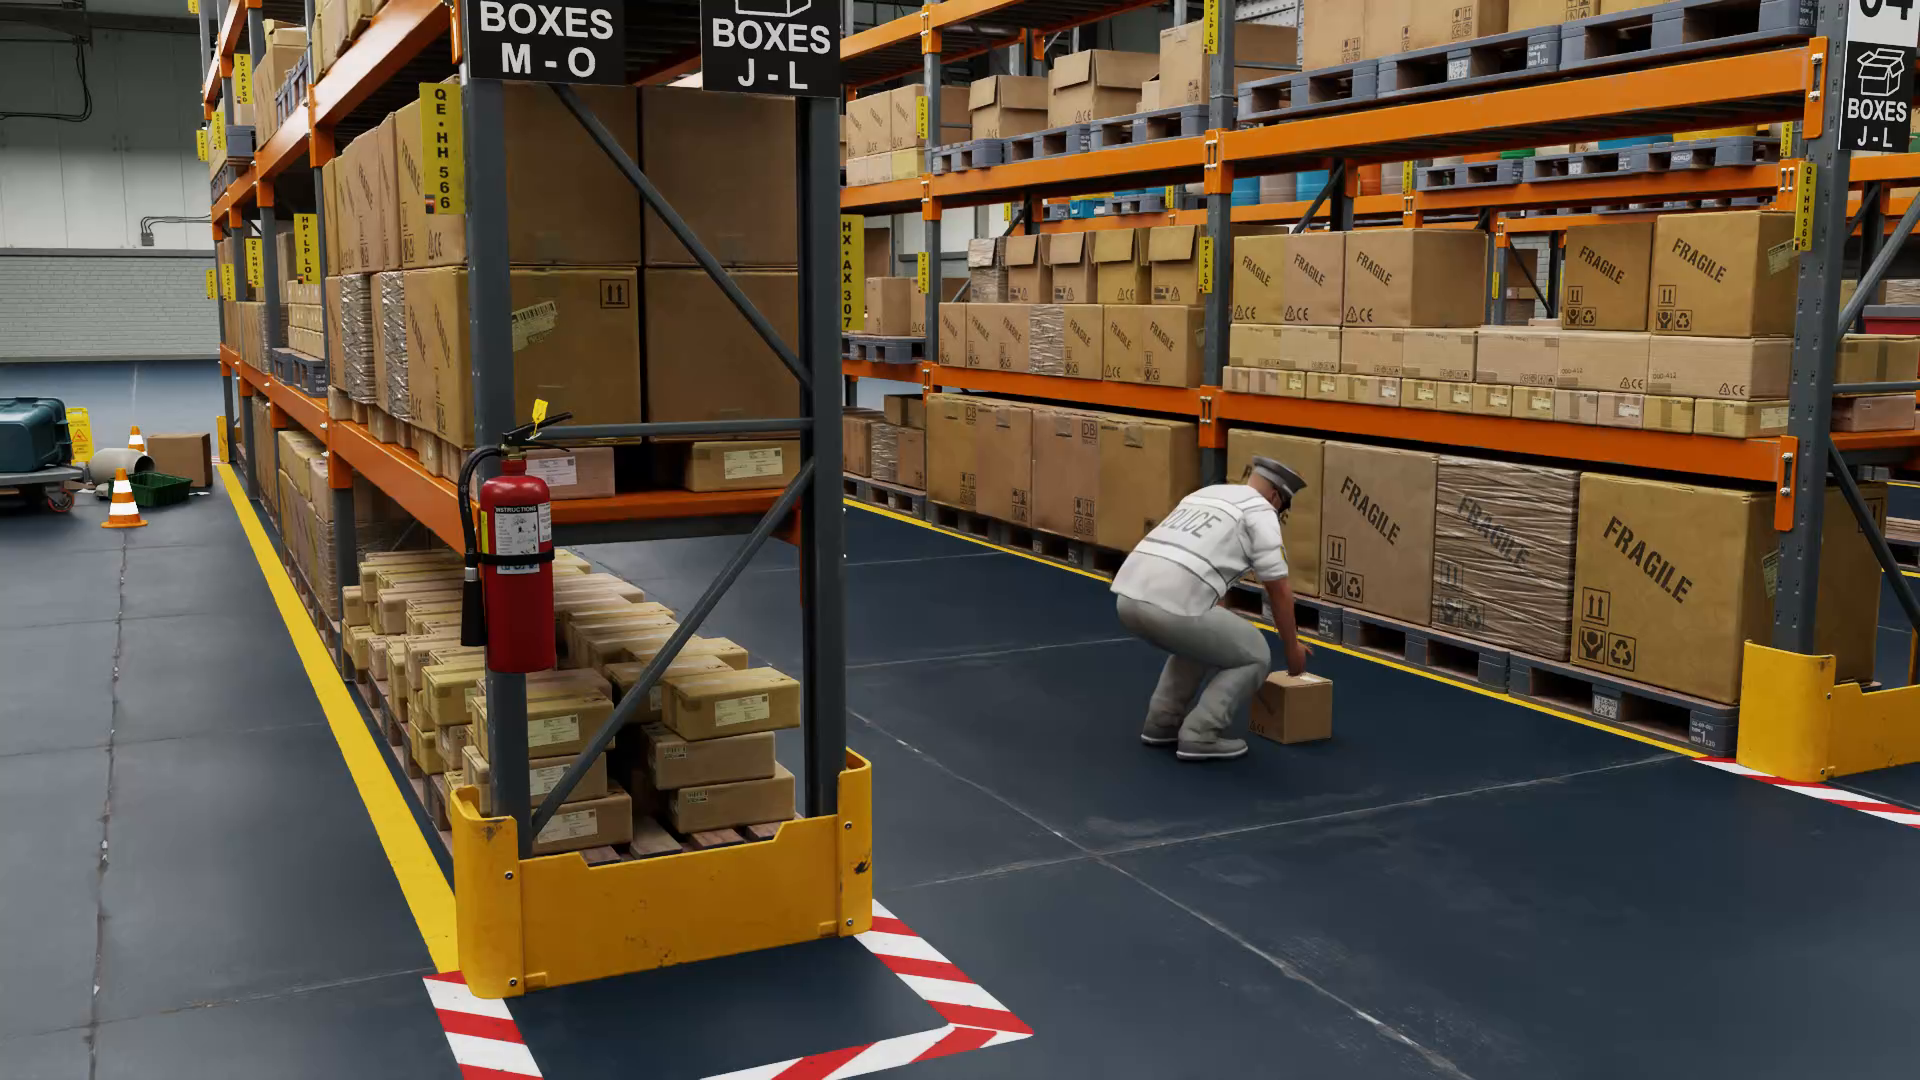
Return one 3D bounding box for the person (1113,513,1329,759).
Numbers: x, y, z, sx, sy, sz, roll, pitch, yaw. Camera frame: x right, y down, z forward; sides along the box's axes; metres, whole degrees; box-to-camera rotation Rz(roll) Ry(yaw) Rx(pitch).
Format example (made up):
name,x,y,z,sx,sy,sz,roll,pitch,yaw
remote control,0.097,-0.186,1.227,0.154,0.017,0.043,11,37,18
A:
name,x,y,z,sx,sy,sz,roll,pitch,yaw
person,1.090,0.388,6.936,0.953,0.957,0.564,-4,9,-26
